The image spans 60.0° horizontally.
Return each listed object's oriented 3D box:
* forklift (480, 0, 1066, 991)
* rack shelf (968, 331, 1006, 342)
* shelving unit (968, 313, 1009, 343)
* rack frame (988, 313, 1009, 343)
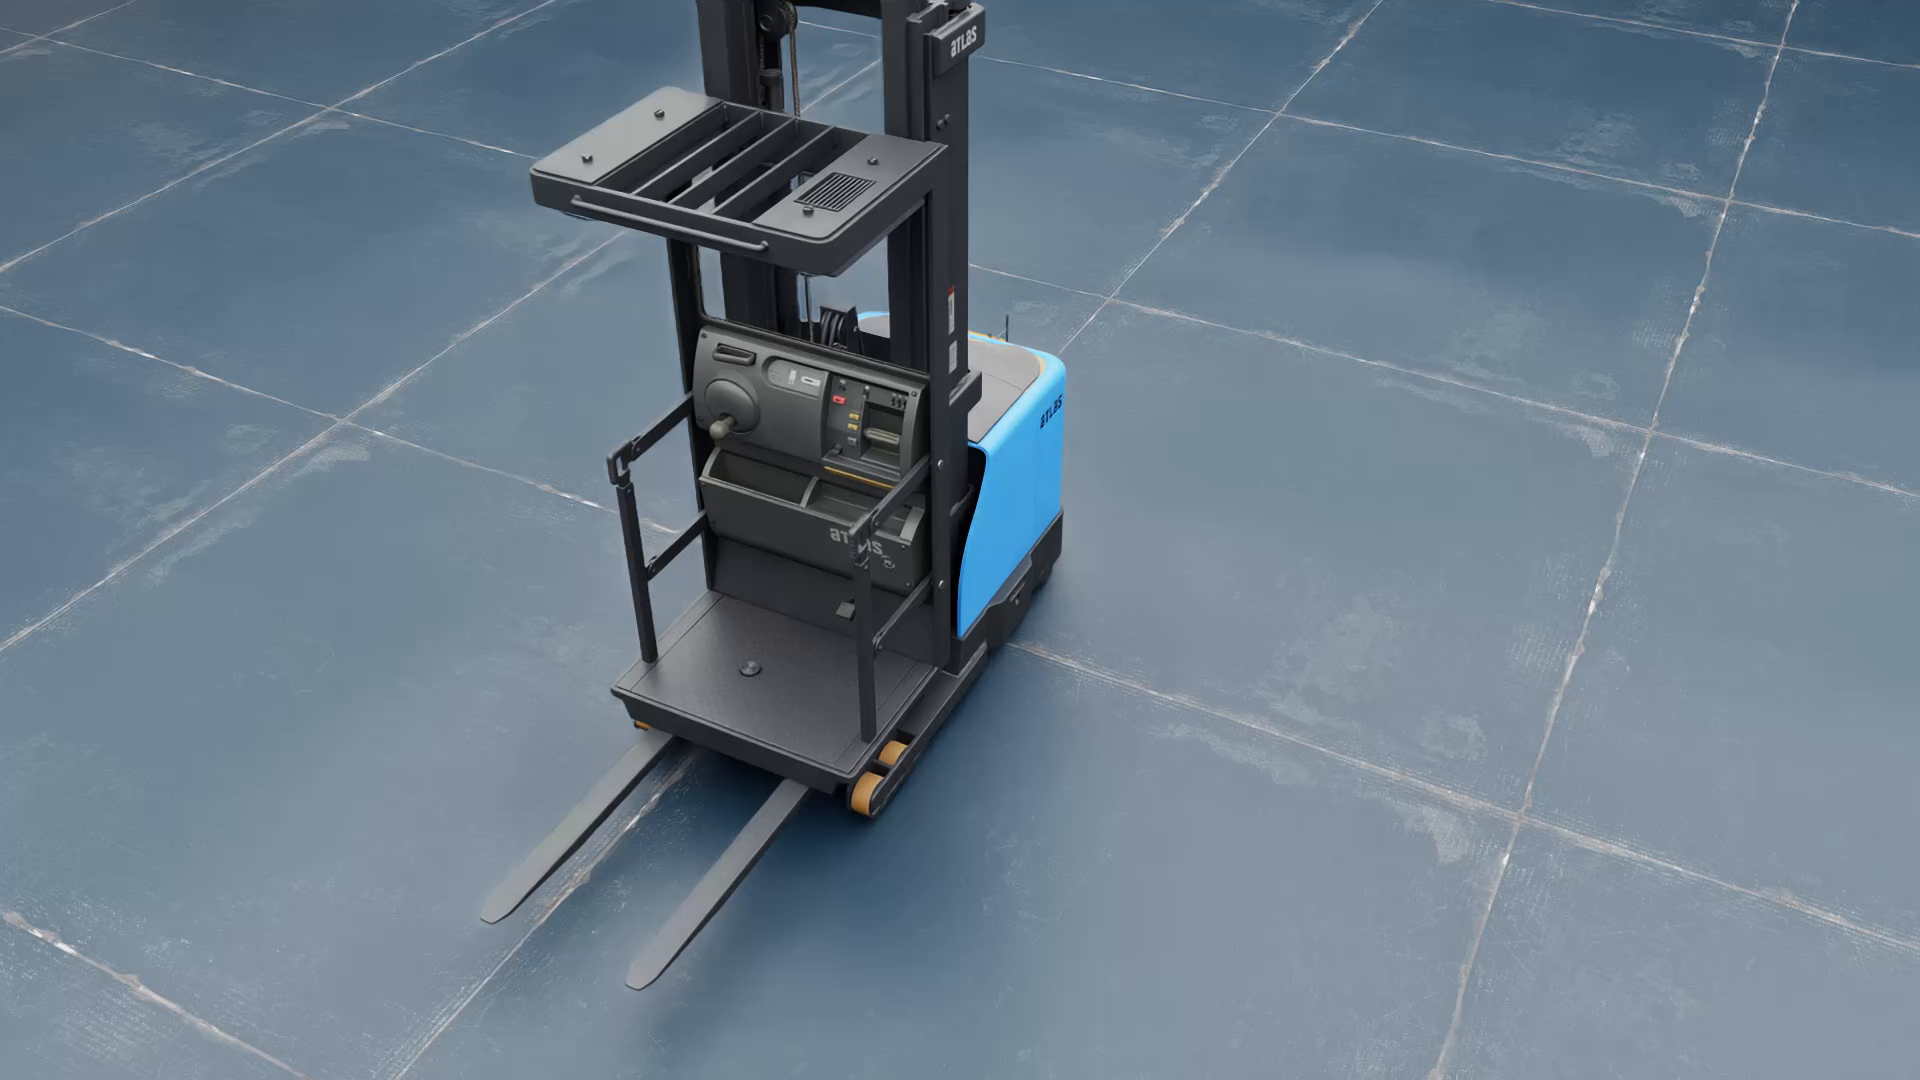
[{"bbox_3d":[-0.658,-0.422,5.882,1.130,2.935,3.031,17,40,21],"label":"forklift"},{"bbox_3d":[0.060,-0.779,7.456,0.240,0.259,0.215,17,40,21],"label":"rack shelf"},{"bbox_3d":[0.060,-0.561,7.621,0.252,1.050,0.215,17,40,21],"label":"shelving unit"},{"bbox_3d":[0.170,-0.529,7.578,0.008,1.050,0.200,17,40,21],"label":"rack frame"}]
